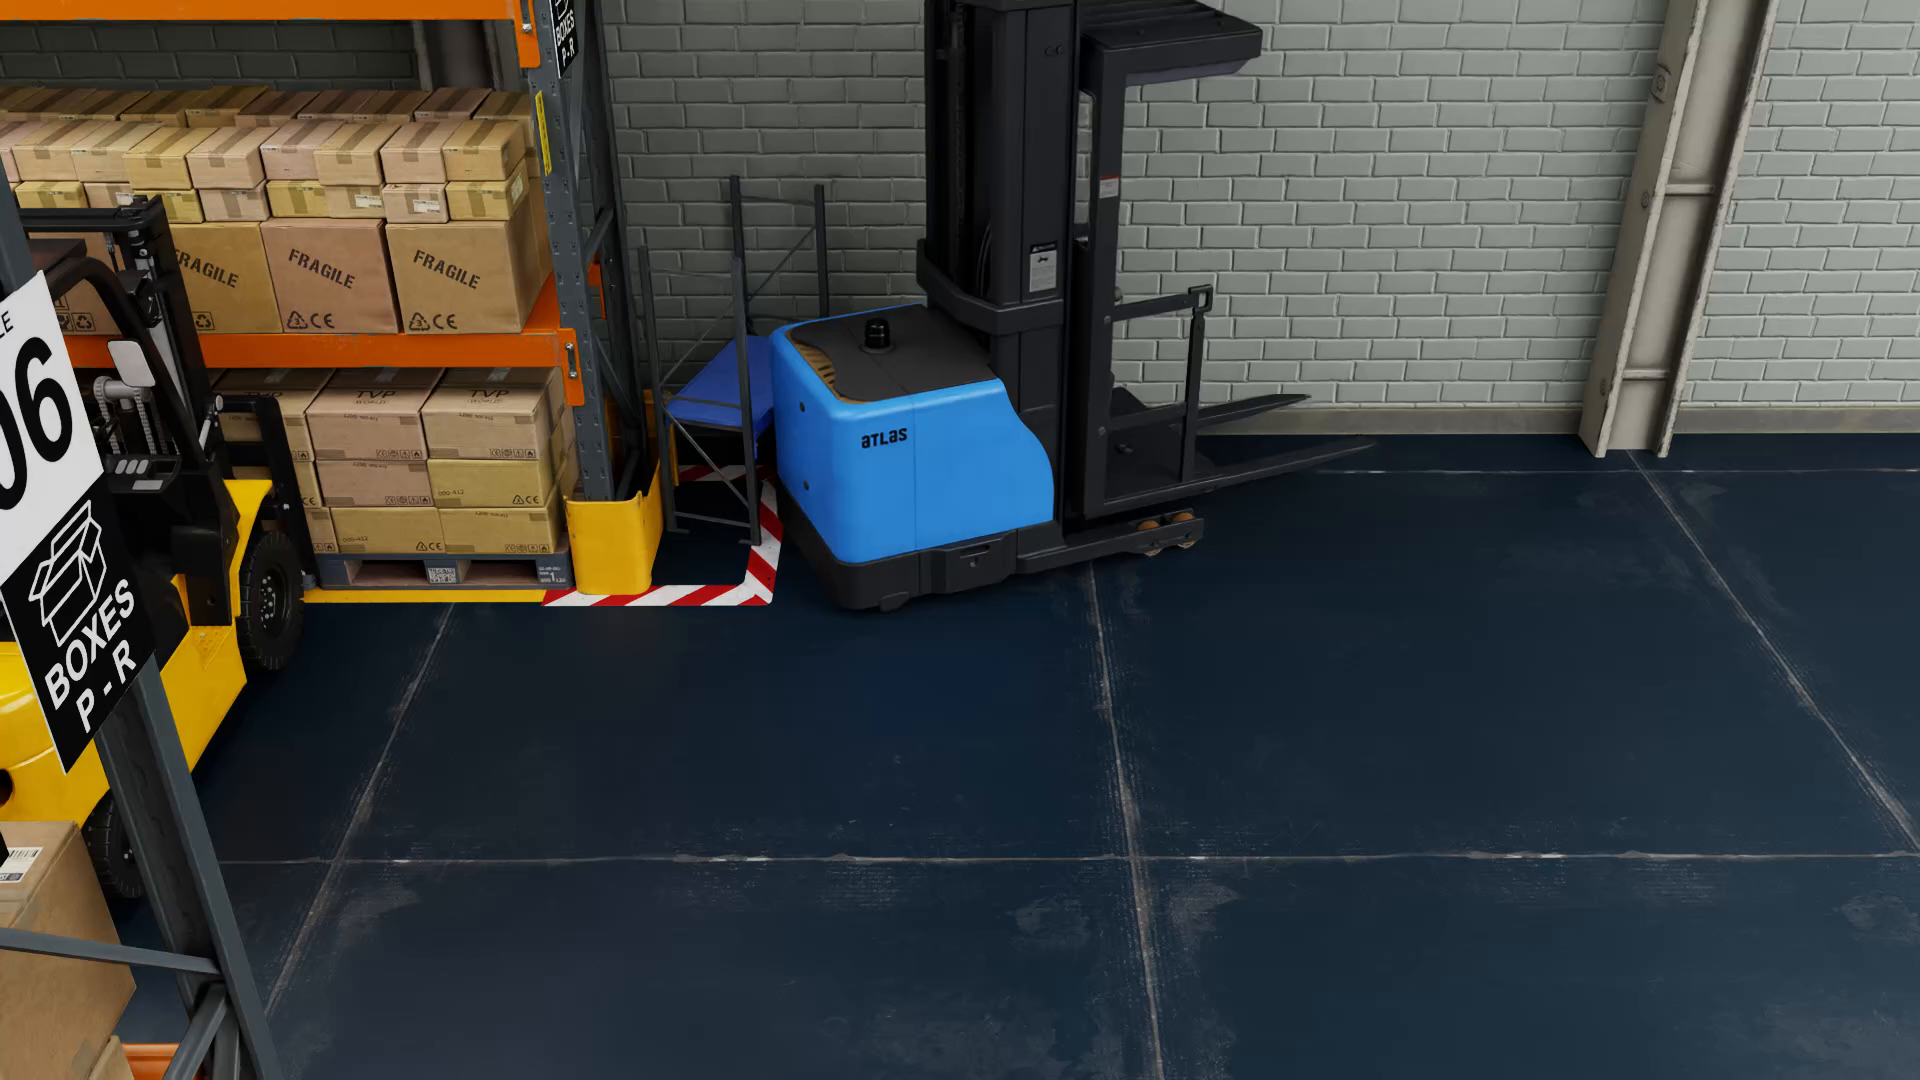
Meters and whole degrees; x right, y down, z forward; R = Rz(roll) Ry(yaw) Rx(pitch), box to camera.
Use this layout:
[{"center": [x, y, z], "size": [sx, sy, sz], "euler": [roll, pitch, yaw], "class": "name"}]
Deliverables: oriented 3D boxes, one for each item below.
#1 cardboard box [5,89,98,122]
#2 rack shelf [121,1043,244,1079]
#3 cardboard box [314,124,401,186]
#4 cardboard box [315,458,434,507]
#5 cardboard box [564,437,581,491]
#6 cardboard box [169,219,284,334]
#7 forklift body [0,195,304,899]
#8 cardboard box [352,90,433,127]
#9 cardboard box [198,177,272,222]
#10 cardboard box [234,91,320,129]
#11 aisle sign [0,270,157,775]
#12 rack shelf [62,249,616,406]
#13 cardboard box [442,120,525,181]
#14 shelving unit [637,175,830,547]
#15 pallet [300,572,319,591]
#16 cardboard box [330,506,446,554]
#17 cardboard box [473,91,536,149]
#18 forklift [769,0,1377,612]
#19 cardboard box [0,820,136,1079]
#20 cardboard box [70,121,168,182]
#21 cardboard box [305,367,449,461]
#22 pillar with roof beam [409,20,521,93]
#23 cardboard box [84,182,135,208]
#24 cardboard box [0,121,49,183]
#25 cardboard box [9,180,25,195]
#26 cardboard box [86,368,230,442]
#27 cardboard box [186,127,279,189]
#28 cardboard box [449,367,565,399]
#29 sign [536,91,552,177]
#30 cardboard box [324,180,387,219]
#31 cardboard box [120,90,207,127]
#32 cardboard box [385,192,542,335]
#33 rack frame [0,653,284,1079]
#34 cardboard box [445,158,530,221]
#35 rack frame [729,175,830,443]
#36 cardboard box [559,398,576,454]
[{"center": [-4.073, -1.907, 7.492], "size": [0.250, 0.149, 0.380], "euler": [-1, 31, -1], "class": "cardboard box"}, {"center": [-3.637, 1.562, 3.478], "size": [4.000, 0.370, 1.077], "euler": [0, 31, 0], "class": "rack shelf"}, {"center": [-2.536, -1.632, 7.040], "size": [0.250, 0.149, 0.380], "euler": [0, 31, 1], "class": "cardboard box"}, {"center": [-2.657, -0.385, 7.757], "size": [0.500, 0.250, 0.500], "euler": [0, 31, -1], "class": "cardboard box"}, {"center": [-2.163, -0.431, 8.314], "size": [0.500, 0.250, 0.500], "euler": [0, 31, 0], "class": "cardboard box"}, {"center": [-3.193, -1.233, 7.295], "size": [0.500, 0.500, 0.500], "euler": [-1, 31, -1], "class": "cardboard box"}, {"center": [-3.556, -0.012, 6.196], "size": [1.214, 2.155, 2.313], "euler": [0, 31, 0], "class": "forklift body"}, {"center": [-2.534, -1.892, 7.469], "size": [0.250, 0.149, 0.380], "euler": [0, 31, 1], "class": "cardboard box"}, {"center": [-3.046, -1.495, 7.101], "size": [0.250, 0.149, 0.380], "euler": [-1, 31, -2], "class": "cardboard box"}, {"center": [-3.045, -1.886, 7.458], "size": [0.250, 0.149, 0.380], "euler": [1, 31, 1], "class": "cardboard box"}, {"center": [-1.577, -0.025, 2.893], "size": [0.004, 0.787, 0.394], "euler": [0, 31, 0], "class": "aisle sign"}, {"center": [-3.671, -1.013, 7.722], "size": [4.000, 0.370, 1.077], "euler": [0, 31, 0], "class": "rack shelf"}, {"center": [-2.028, -1.664, 7.092], "size": [0.250, 0.149, 0.380], "euler": [0, 31, 0], "class": "cardboard box"}, {"center": [-1.071, -0.906, 8.297], "size": [0.538, 1.500, 1.048], "euler": [9, 32, 15], "class": "shelving unit"}, {"center": [-3.652, -0.108, 8.225], "size": [1.213, 0.211, 1.003], "euler": [0, 31, 0], "class": "pallet"}, {"center": [-2.636, -0.169, 7.883], "size": [0.500, 0.250, 0.500], "euler": [0, 31, 0], "class": "cardboard box"}, {"center": [-2.008, -1.884, 7.455], "size": [0.250, 0.149, 0.380], "euler": [-1, 31, -1], "class": "cardboard box"}, {"center": [0.649, -1.416, 7.758], "size": [3.031, 2.935, 1.130], "euler": [-13, 33, -20], "class": "forklift"}, {"center": [-2.112, 0.936, 3.433], "size": [0.500, 0.500, 0.500], "euler": [-1, 31, -1], "class": "cardboard box"}, {"center": [-3.562, -1.656, 7.079], "size": [0.250, 0.149, 0.380], "euler": [0, 31, 0], "class": "cardboard box"}, {"center": [-2.640, -0.590, 7.613], "size": [0.500, 0.250, 0.500], "euler": [0, 31, 1], "class": "cardboard box"}, {"center": [-2.347, -2.124, 3.076], "size": [0.400, 9.000, 9.100], "euler": [0, 31, 0], "class": "pillar with roof beam"}, {"center": [-3.549, -1.530, 7.158], "size": [0.250, 0.149, 0.380], "euler": [0, 31, -1], "class": "cardboard box"}, {"center": [-4.062, -1.654, 7.076], "size": [0.250, 0.149, 0.380], "euler": [0, 31, 0], "class": "cardboard box"}, {"center": [-4.070, -1.488, 7.089], "size": [0.250, 0.149, 0.380], "euler": [-1, 31, -2], "class": "cardboard box"}, {"center": [-3.651, -0.586, 7.606], "size": [0.500, 0.250, 0.500], "euler": [-1, 31, -1], "class": "cardboard box"}, {"center": [-3.045, -1.611, 7.006], "size": [0.250, 0.149, 0.380], "euler": [1, 31, 1], "class": "cardboard box"}, {"center": [-2.153, -0.855, 8.049], "size": [0.500, 0.250, 0.500], "euler": [-1, 31, -1], "class": "cardboard box"}, {"center": [-1.681, -1.642, 6.719], "size": [0.005, 0.325, 0.100], "euler": [0, 31, 0], "class": "sign"}, {"center": [-2.531, -1.515, 7.134], "size": [0.250, 0.149, 0.380], "euler": [0, 31, 1], "class": "cardboard box"}, {"center": [-3.555, -1.894, 7.471], "size": [0.250, 0.149, 0.380], "euler": [0, 31, 0], "class": "cardboard box"}, {"center": [-2.161, -1.232, 7.292], "size": [0.500, 0.500, 0.500], "euler": [-1, 31, -1], "class": "cardboard box"}, {"center": [-1.637, 1.248, 3.302], "size": [0.127, 3.000, 1.000], "euler": [0, 31, 0], "class": "rack frame"}, {"center": [-2.016, -1.501, 7.110], "size": [0.250, 0.149, 0.380], "euler": [0, 31, 0], "class": "cardboard box"}, {"center": [-0.920, -1.157, 8.711], "size": [0.500, 1.500, 0.032], "euler": [9, 32, 15], "class": "rack frame"}, {"center": [-2.142, -0.651, 8.195], "size": [0.500, 0.250, 0.500], "euler": [0, 31, 1], "class": "cardboard box"}]
